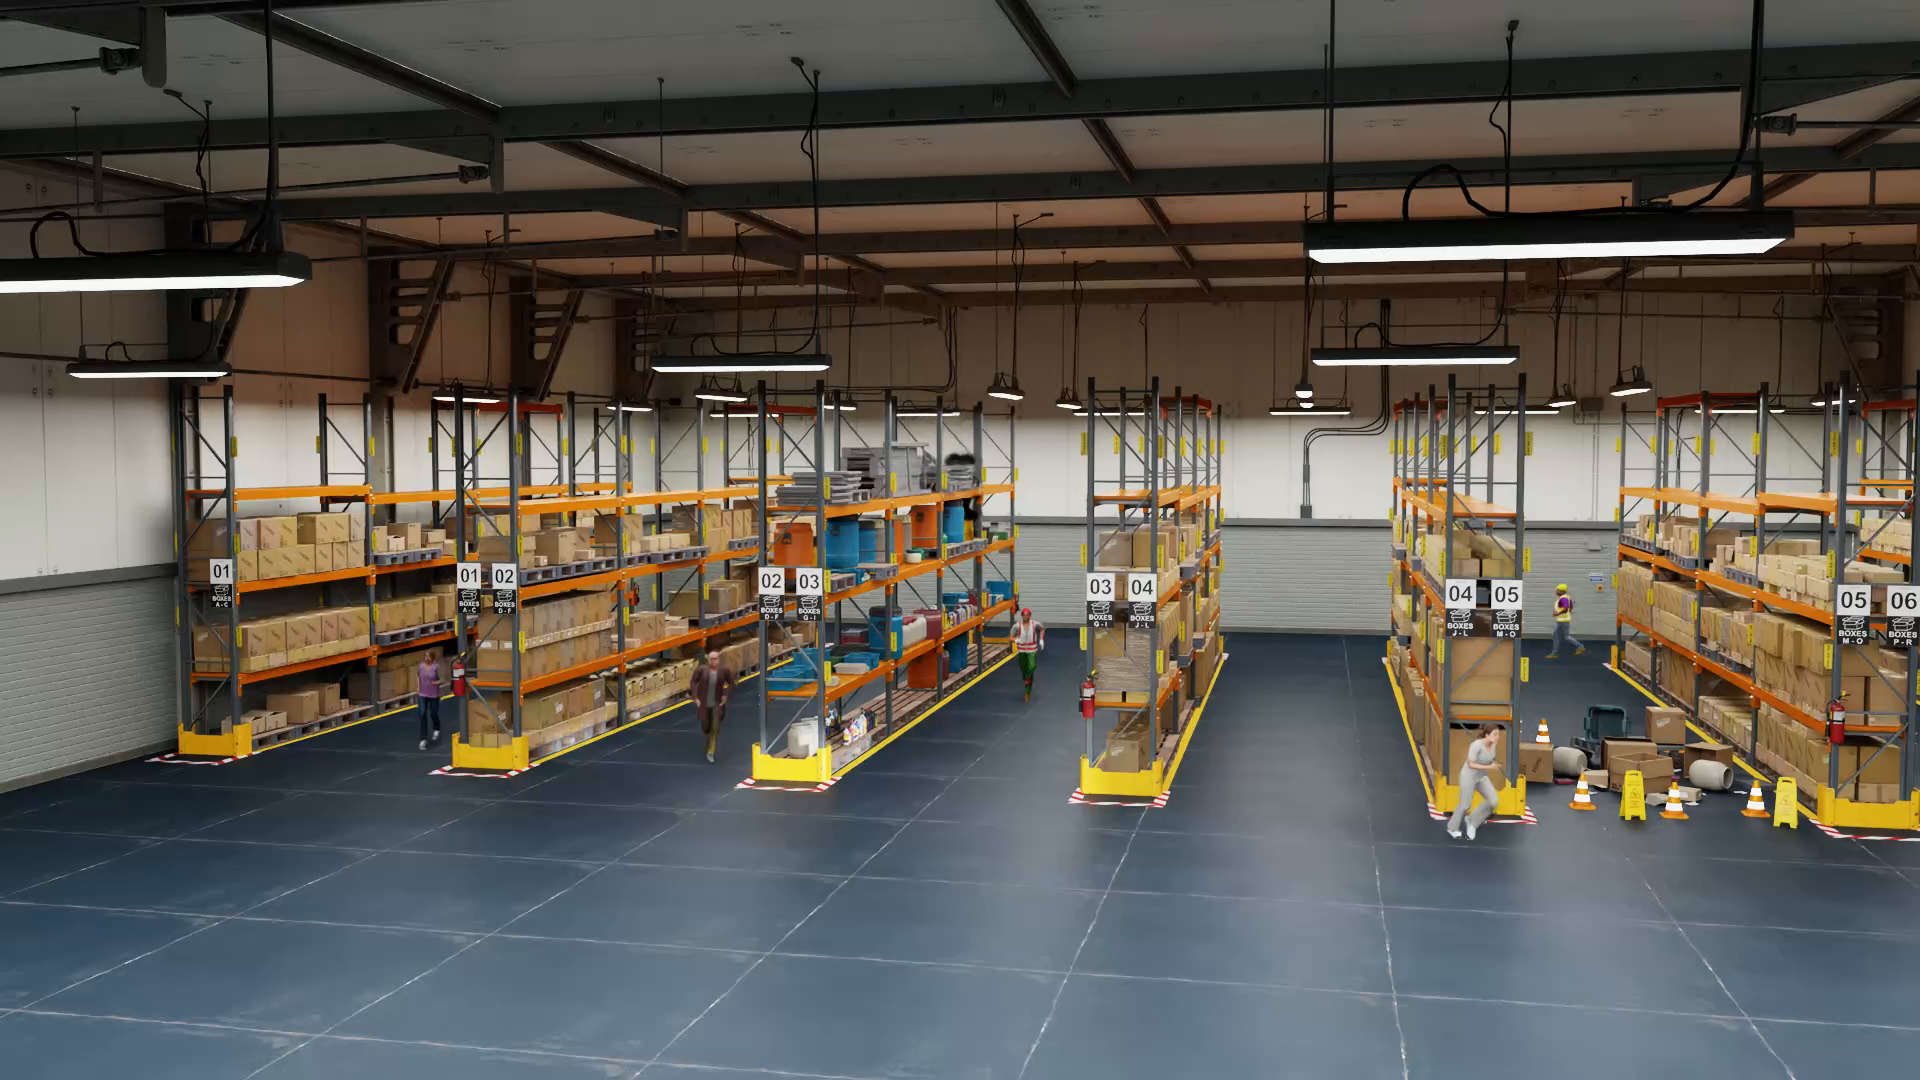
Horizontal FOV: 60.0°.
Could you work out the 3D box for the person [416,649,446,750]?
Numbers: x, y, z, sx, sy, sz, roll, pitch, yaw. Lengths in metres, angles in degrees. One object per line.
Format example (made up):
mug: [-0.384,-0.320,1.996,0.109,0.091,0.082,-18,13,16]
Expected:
person: [-8.864,2.636,27.819,0.534,1.626,0.830,0,3,-5]

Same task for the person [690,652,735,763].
person: [-3.985,2.654,26.803,0.718,1.759,0.938,0,3,-4]

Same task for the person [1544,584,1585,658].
person: [14.193,1.916,38.992,0.910,1.761,0.694,1,3,18]

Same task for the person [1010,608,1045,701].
person: [1.334,2.269,33.153,0.690,1.849,0.912,0,3,5]

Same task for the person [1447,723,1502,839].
person: [6.563,3.039,21.042,0.589,1.537,0.898,-2,4,-28]
